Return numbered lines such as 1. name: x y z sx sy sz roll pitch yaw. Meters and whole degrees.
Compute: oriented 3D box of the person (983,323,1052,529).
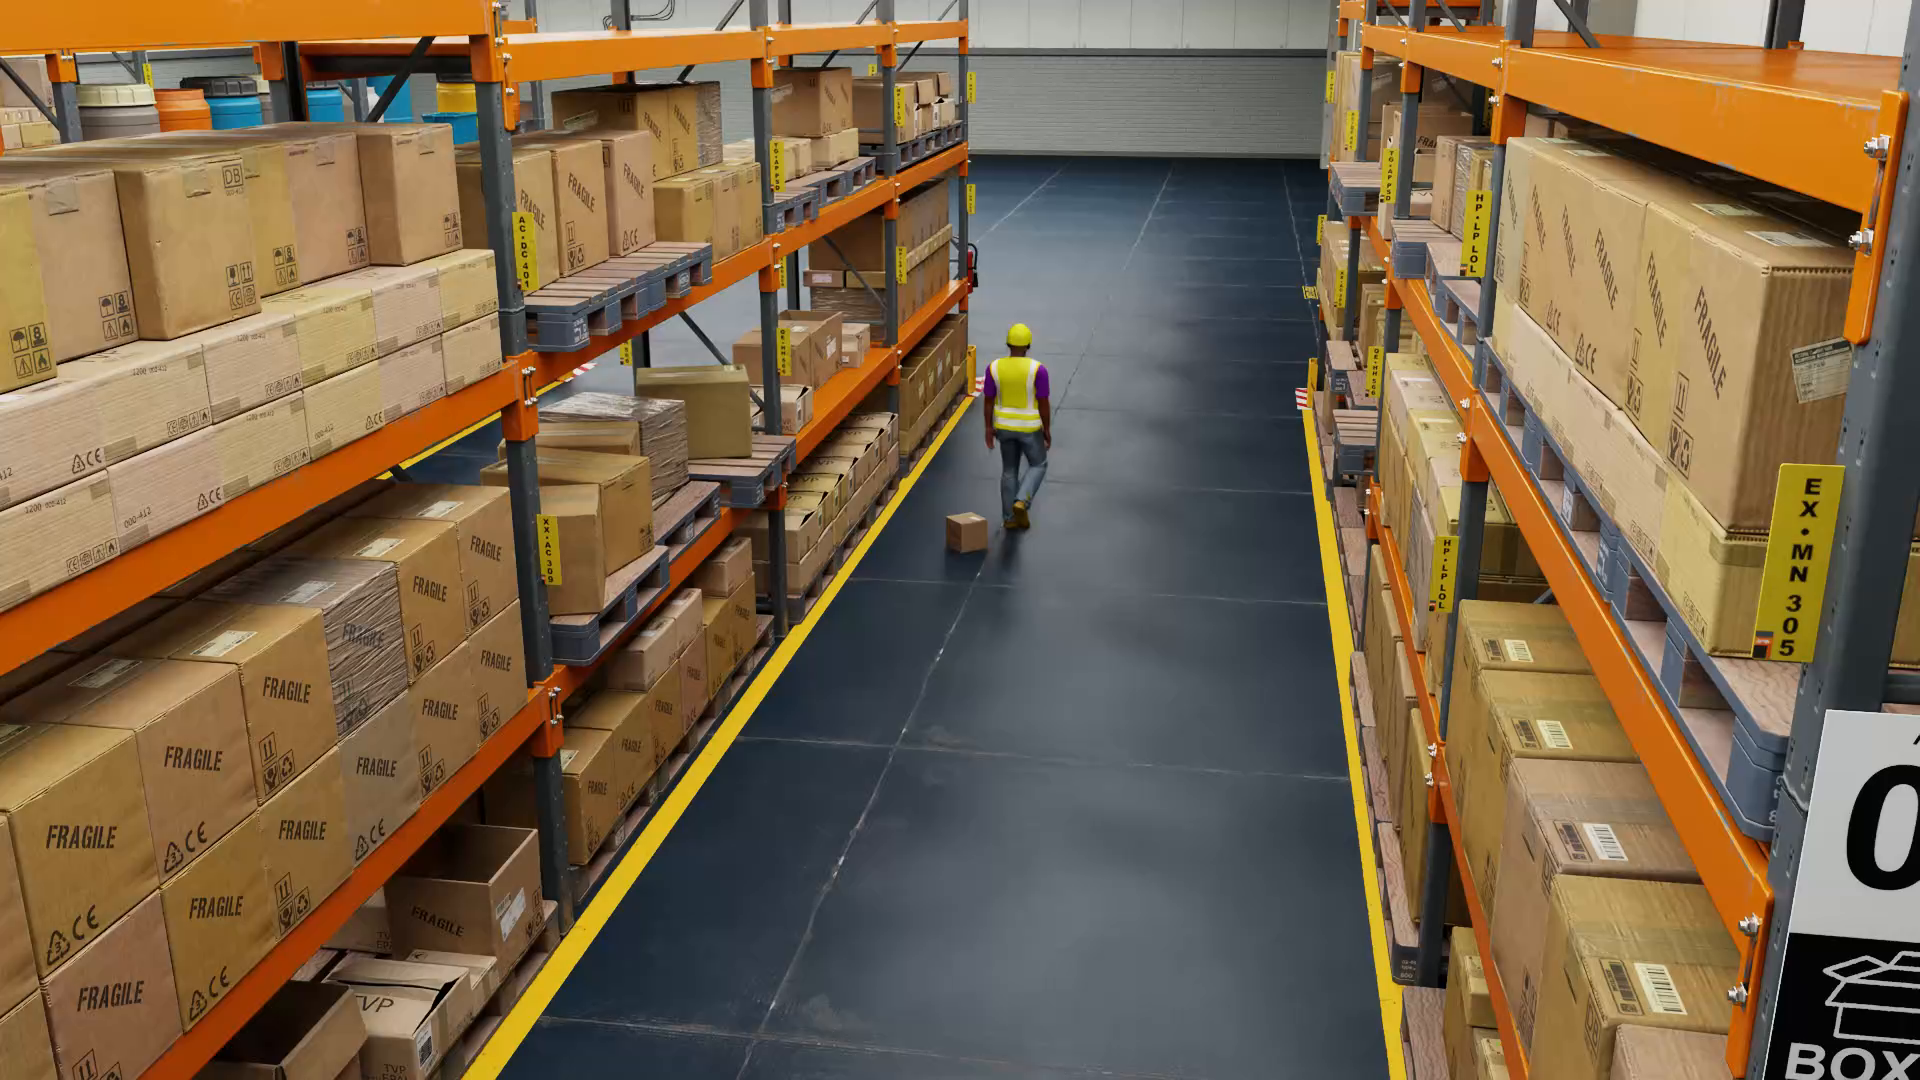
1. person: 0.479 -0.932 13.840 0.578 1.752 0.561 6 19 18
